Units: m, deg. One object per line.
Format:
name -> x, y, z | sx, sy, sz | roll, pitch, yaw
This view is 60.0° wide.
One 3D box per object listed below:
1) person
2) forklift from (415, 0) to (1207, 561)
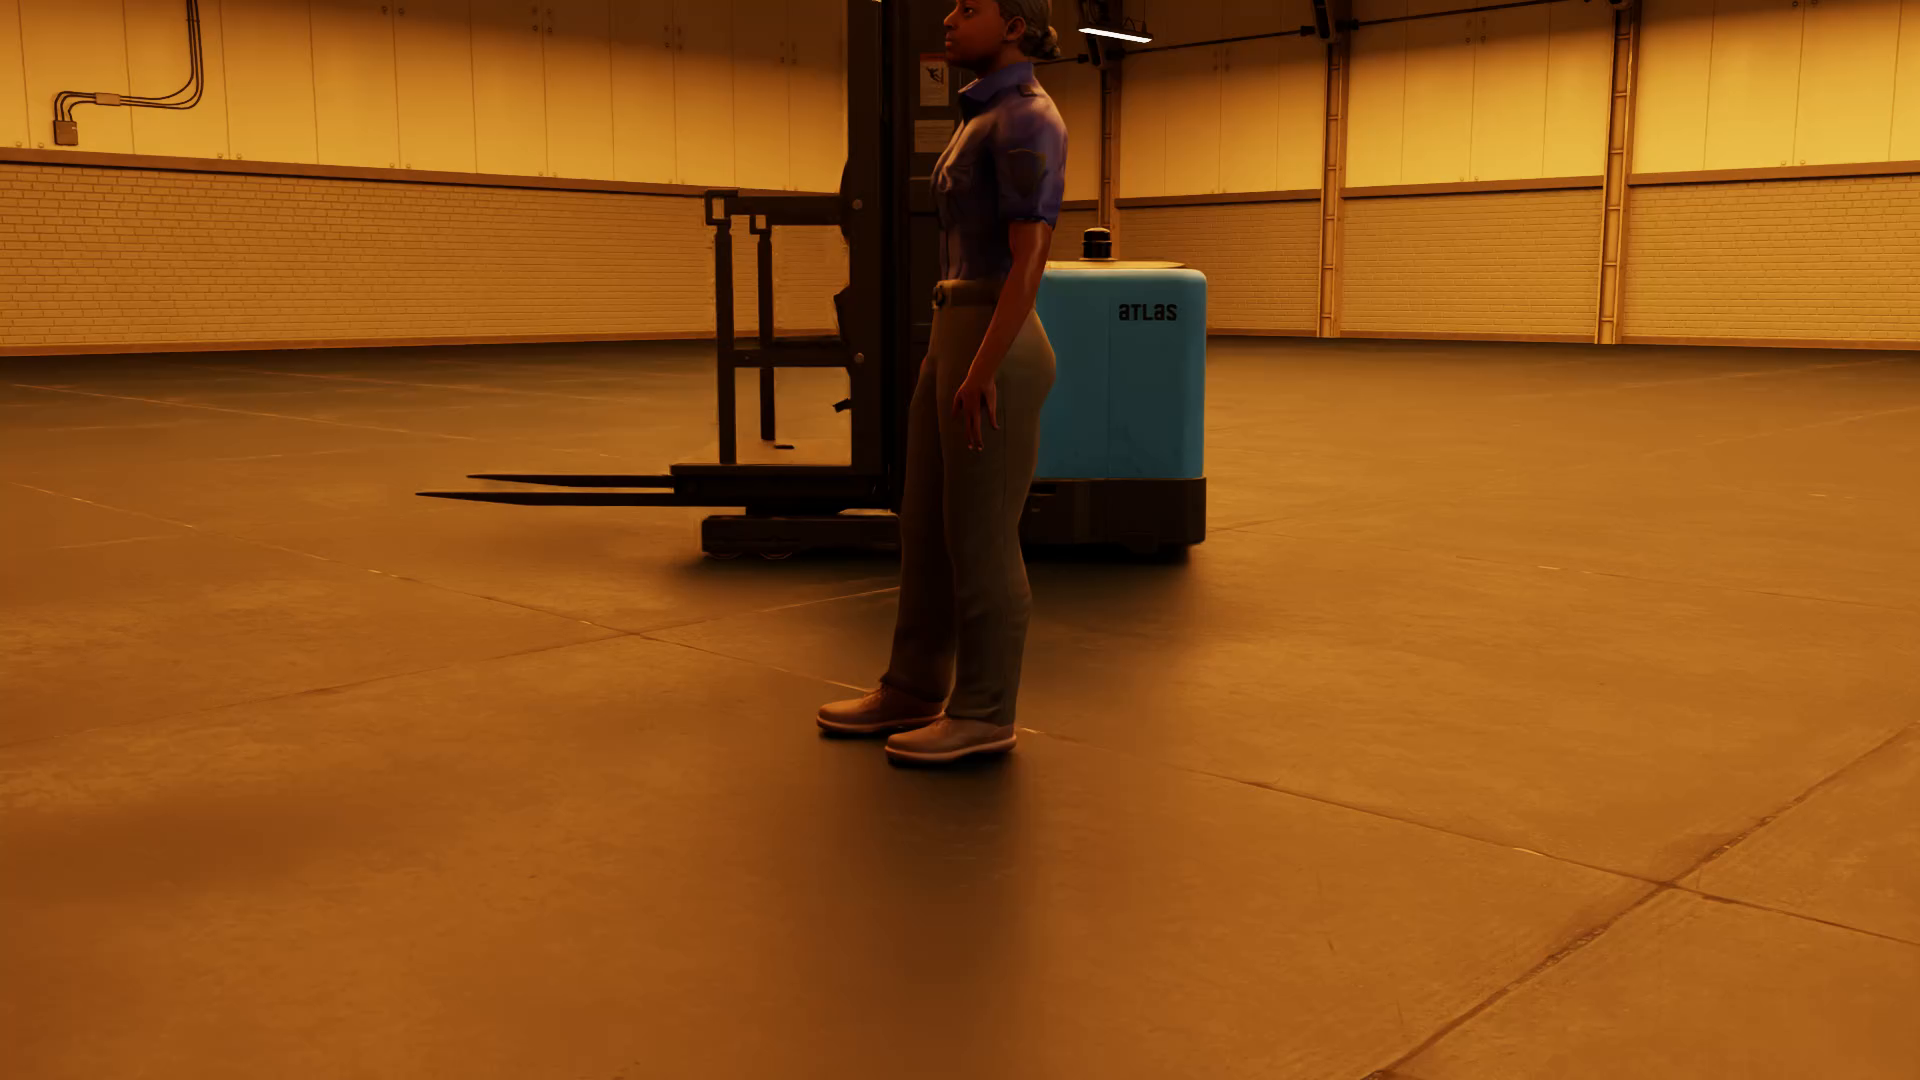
person -> -0.039, -0.358, 3.502 | 0.504, 1.656, 0.563 | -2, 9, -10
forklift -> -0.581, -1.450, 6.503 | 3.031, 2.935, 1.130 | 0, 9, 2
